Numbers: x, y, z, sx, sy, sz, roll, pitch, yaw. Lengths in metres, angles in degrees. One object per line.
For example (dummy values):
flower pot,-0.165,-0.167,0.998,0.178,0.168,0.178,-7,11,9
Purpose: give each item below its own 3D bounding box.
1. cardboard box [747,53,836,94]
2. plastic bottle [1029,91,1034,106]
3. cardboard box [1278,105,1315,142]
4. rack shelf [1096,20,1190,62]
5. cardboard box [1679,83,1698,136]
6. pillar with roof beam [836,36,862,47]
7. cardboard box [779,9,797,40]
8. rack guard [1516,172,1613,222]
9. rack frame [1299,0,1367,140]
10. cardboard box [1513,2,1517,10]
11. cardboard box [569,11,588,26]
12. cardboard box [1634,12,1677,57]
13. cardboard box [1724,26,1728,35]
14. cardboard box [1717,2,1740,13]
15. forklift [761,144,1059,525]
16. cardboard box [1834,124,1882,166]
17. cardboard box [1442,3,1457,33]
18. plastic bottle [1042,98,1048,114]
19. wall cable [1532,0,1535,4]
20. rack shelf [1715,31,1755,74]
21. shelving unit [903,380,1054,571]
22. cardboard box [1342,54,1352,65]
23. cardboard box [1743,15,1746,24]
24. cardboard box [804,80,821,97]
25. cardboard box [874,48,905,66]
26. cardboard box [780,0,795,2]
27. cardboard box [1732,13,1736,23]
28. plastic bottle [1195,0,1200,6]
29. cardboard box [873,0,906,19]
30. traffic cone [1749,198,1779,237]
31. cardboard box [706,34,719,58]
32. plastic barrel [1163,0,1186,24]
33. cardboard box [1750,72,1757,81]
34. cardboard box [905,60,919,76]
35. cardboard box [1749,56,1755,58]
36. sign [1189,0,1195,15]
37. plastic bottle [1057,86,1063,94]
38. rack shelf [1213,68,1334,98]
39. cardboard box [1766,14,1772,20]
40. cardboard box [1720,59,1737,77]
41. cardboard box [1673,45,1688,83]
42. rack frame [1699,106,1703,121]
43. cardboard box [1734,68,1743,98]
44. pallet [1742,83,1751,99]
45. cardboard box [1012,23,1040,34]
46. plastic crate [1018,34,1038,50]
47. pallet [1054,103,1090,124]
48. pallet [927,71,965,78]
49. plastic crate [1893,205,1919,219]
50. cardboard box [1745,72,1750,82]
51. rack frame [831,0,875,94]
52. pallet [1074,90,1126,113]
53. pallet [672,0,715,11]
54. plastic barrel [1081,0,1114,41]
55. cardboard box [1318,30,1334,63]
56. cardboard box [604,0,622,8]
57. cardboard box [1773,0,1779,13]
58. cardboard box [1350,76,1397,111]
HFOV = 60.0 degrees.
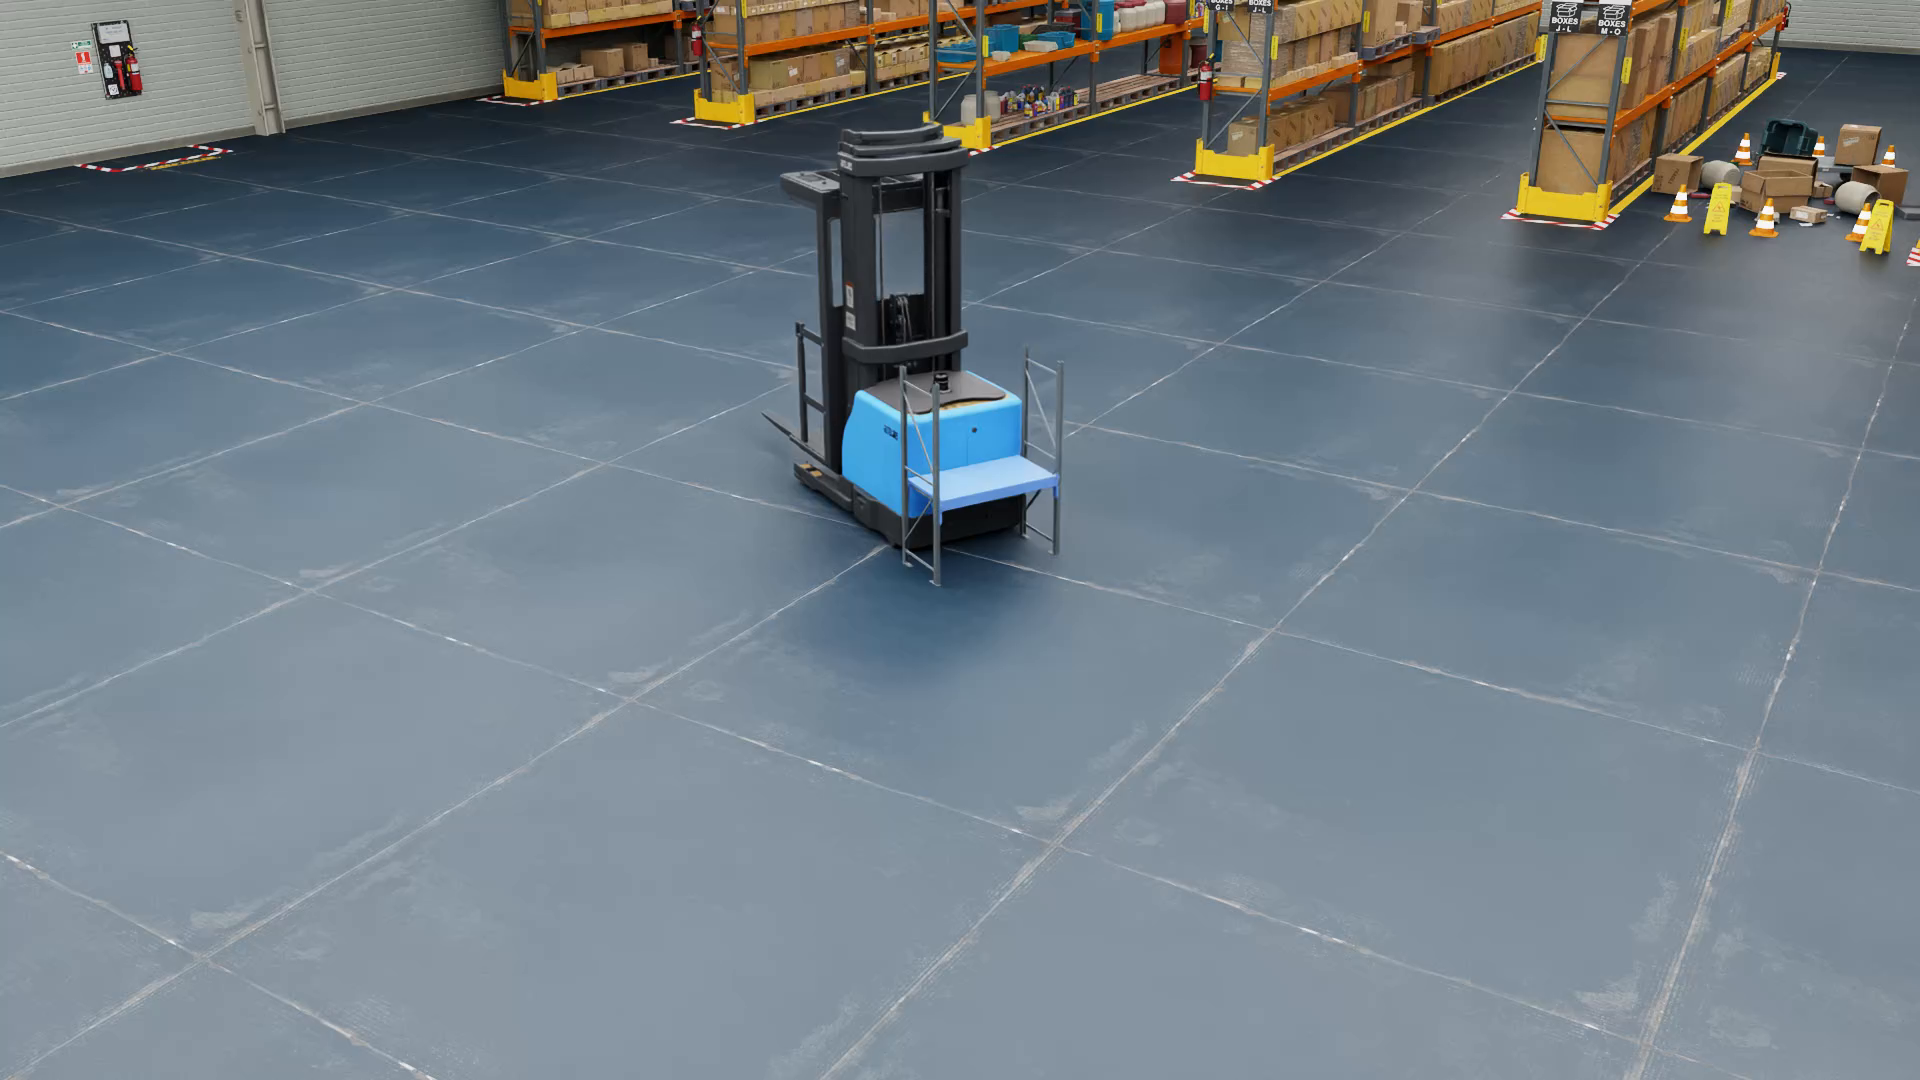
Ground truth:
cardboard box,-3.224,-8.882,31.631,1.036,0.750,1.500,14,27,29
plastic bottle,1.304,-8.026,30.231,0.097,0.271,0.097,0,23,0
cardboard box,5.463,-6.796,27.127,0.500,0.500,0.500,11,26,24
rack shelf,3.111,-9.681,32.079,1.077,0.370,4.000,14,27,29
cardboard box,11.678,-7.253,27.867,1.050,0.750,0.750,14,27,30
pillar with roof beam,3.553,-15.086,36.044,15.307,9.050,3.501,14,27,29
cardboard box,-3.463,-9.571,30.793,0.700,0.500,0.500,14,27,29
rack guard,8.302,-4.720,22.858,1.175,0.500,0.348,14,27,29
rack frame,6.264,-8.298,27.979,1.000,3.000,0.127,14,27,29
cardboard box,11.606,-11.351,35.346,0.380,0.149,0.250,14,27,30
cardboard box,-7.682,-10.279,32.718,0.500,0.250,0.500,13,27,27
cardboard box,10.009,-7.462,24.499,0.875,0.550,0.550,14,27,29
cardboard box,13.366,-9.034,29.466,0.380,0.149,0.250,15,28,31
cardboard box,13.910,-9.659,30.161,0.380,0.149,0.250,13,26,27
forklift,0.220,-5.102,19.843,10.237,3.598,16.119,-13,27,-28
cardboard box,13.155,-5.785,24.366,0.500,0.500,0.500,14,27,29
cardboard box,9.132,-9.976,31.728,0.500,0.500,0.500,13,27,28
plastic bottle,1.508,-7.701,29.478,0.097,0.271,0.097,0,23,0
wall cable,9.705,-17.519,40.077,10.771,7.710,6.706,14,27,29
rack shelf,14.619,-10.255,31.549,1.077,1.845,7.904,14,27,29
shelving unit,0.141,-0.540,11.946,0.991,1.308,0.475,-13,27,-28
cardboard box,5.807,-7.903,27.382,0.982,0.149,1.000,14,27,29
cardboard box,14.467,-9.739,31.094,0.380,0.149,0.250,14,27,29
cardboard box,-2.996,-8.597,31.600,0.500,0.250,0.500,14,27,29
cardboard box,-1.452,-9.819,33.718,0.500,0.311,0.500,14,27,28
cardboard box,-3.437,-10.188,30.586,0.700,0.500,0.500,14,27,29
cardboard box,13.777,-9.437,30.022,0.380,0.149,0.250,15,28,31
plastic bottle,5.033,-11.381,35.261,0.097,0.271,0.097,0,23,0
cardboard box,-1.453,-10.855,33.759,0.500,0.500,0.500,16,28,33
traffic cone,10.582,-4.241,21.799,0.336,0.463,0.334,14,27,29
cardboard box,-5.756,-10.904,36.590,0.700,0.500,0.500,13,27,28
plastic barrel,4.179,-10.529,32.959,0.600,0.536,0.708,14,27,29
cardboard box,15.391,-9.342,33.262,0.910,0.297,0.819,14,27,29
cardboard box,-1.185,-9.738,34.238,0.500,0.250,0.500,13,27,27
cardboard box,15.685,-9.602,33.302,0.380,0.149,0.250,13,26,27
sign,4.637,-10.648,33.202,0.100,0.325,0.005,14,27,29
plastic bottle,1.839,-8.075,30.243,0.144,0.351,0.185,14,27,29
rack shelf,5.209,-7.383,26.524,0.919,0.124,3.809,14,27,29
cardboard box,16.261,-10.653,33.734,0.380,0.149,0.250,13,26,27
cardboard box,13.917,-8.658,30.484,0.500,0.250,0.500,13,26,27
cardboard box,10.930,-7.392,25.759,0.500,0.500,0.500,14,27,30
rack frame,12.532,-8.576,28.619,0.949,2.616,0.053,14,27,29
cardboard box,14.468,-8.668,31.450,0.500,0.500,0.500,13,27,28
pallet,14.969,-8.879,32.831,1.003,0.211,1.213,14,27,29
cardboard box,1.520,-11.570,38.128,0.500,0.500,0.500,14,27,30
plastic crate,1.100,-8.840,29.497,0.450,0.188,0.662,14,27,29
pallet,1.666,-7.839,30.427,1.003,0.211,1.213,14,27,29
pallet,-0.508,-10.176,35.827,1.003,0.211,1.213,14,27,29
plastic crate,13.158,-4.524,22.934,0.402,0.080,0.583,5,24,11
cardboard box,15.107,-9.001,32.288,0.380,0.149,0.250,15,28,31
rack frame,-2.150,-10.376,32.777,1.000,3.000,0.127,14,27,29
pallet,2.437,-8.330,31.561,1.003,0.211,1.213,14,27,29
pallet,-5.834,-11.552,35.736,1.003,0.211,1.213,14,27,29
plastic barrel,2.517,-9.633,30.431,0.600,0.901,0.708,14,27,29
cardboard box,5.502,-7.991,26.768,0.875,0.500,0.500,14,27,29
cardboard box,-7.154,-10.959,33.346,0.500,0.500,0.500,15,27,31
cardboard box,16.201,-10.906,33.502,0.500,0.500,0.500,14,27,29
cardboard box,7.463,-8.090,30.091,0.700,0.500,0.500,16,28,33
